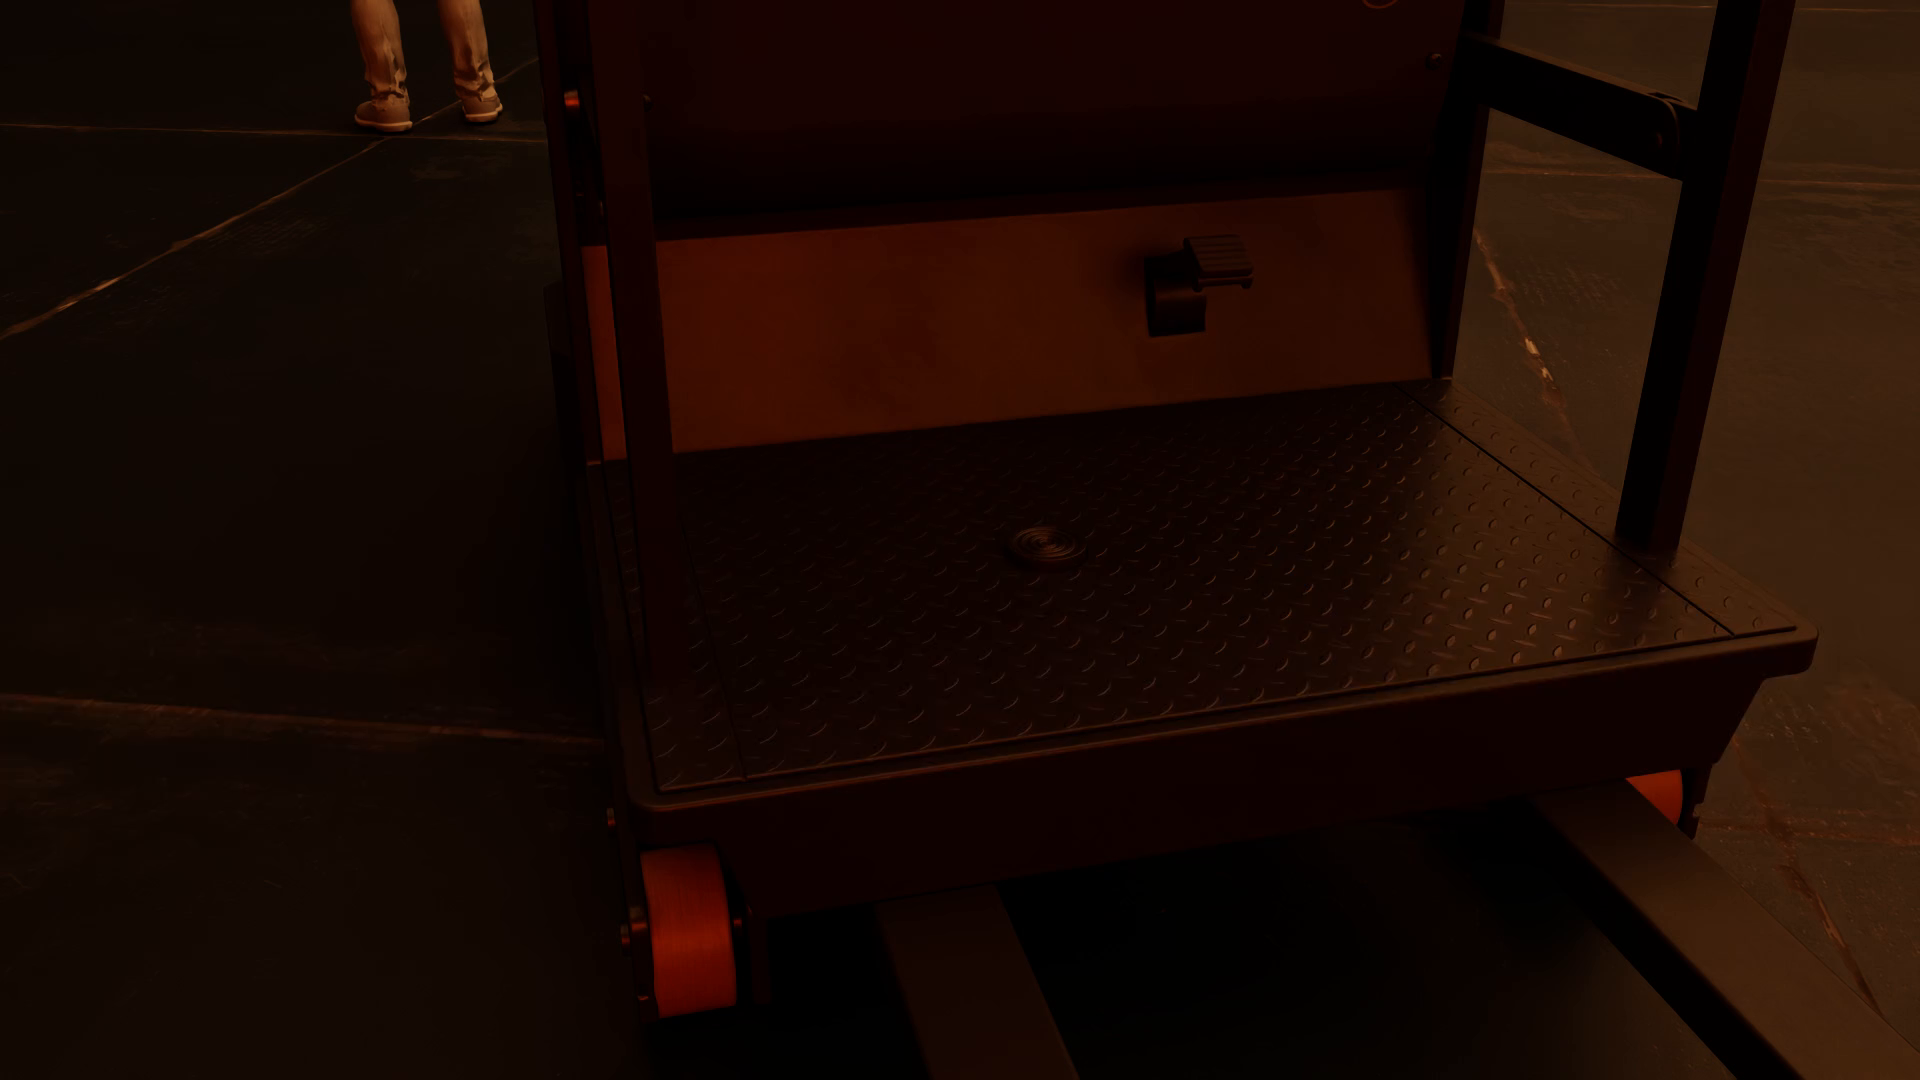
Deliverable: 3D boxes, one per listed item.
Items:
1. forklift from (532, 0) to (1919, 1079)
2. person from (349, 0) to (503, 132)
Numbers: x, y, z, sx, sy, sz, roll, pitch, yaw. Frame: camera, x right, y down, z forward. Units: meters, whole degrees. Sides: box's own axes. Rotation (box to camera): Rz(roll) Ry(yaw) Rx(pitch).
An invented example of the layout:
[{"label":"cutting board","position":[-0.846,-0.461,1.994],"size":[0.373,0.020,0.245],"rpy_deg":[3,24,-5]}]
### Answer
[{"label":"forklift","position":[0.153,-1.049,1.319],"size":[1.130,2.935,3.031],"rpy_deg":[-7,27,-13]},{"label":"person","position":[-1.624,-1.994,4.633],"size":[0.547,1.667,0.369],"rpy_deg":[-15,30,-28]}]
